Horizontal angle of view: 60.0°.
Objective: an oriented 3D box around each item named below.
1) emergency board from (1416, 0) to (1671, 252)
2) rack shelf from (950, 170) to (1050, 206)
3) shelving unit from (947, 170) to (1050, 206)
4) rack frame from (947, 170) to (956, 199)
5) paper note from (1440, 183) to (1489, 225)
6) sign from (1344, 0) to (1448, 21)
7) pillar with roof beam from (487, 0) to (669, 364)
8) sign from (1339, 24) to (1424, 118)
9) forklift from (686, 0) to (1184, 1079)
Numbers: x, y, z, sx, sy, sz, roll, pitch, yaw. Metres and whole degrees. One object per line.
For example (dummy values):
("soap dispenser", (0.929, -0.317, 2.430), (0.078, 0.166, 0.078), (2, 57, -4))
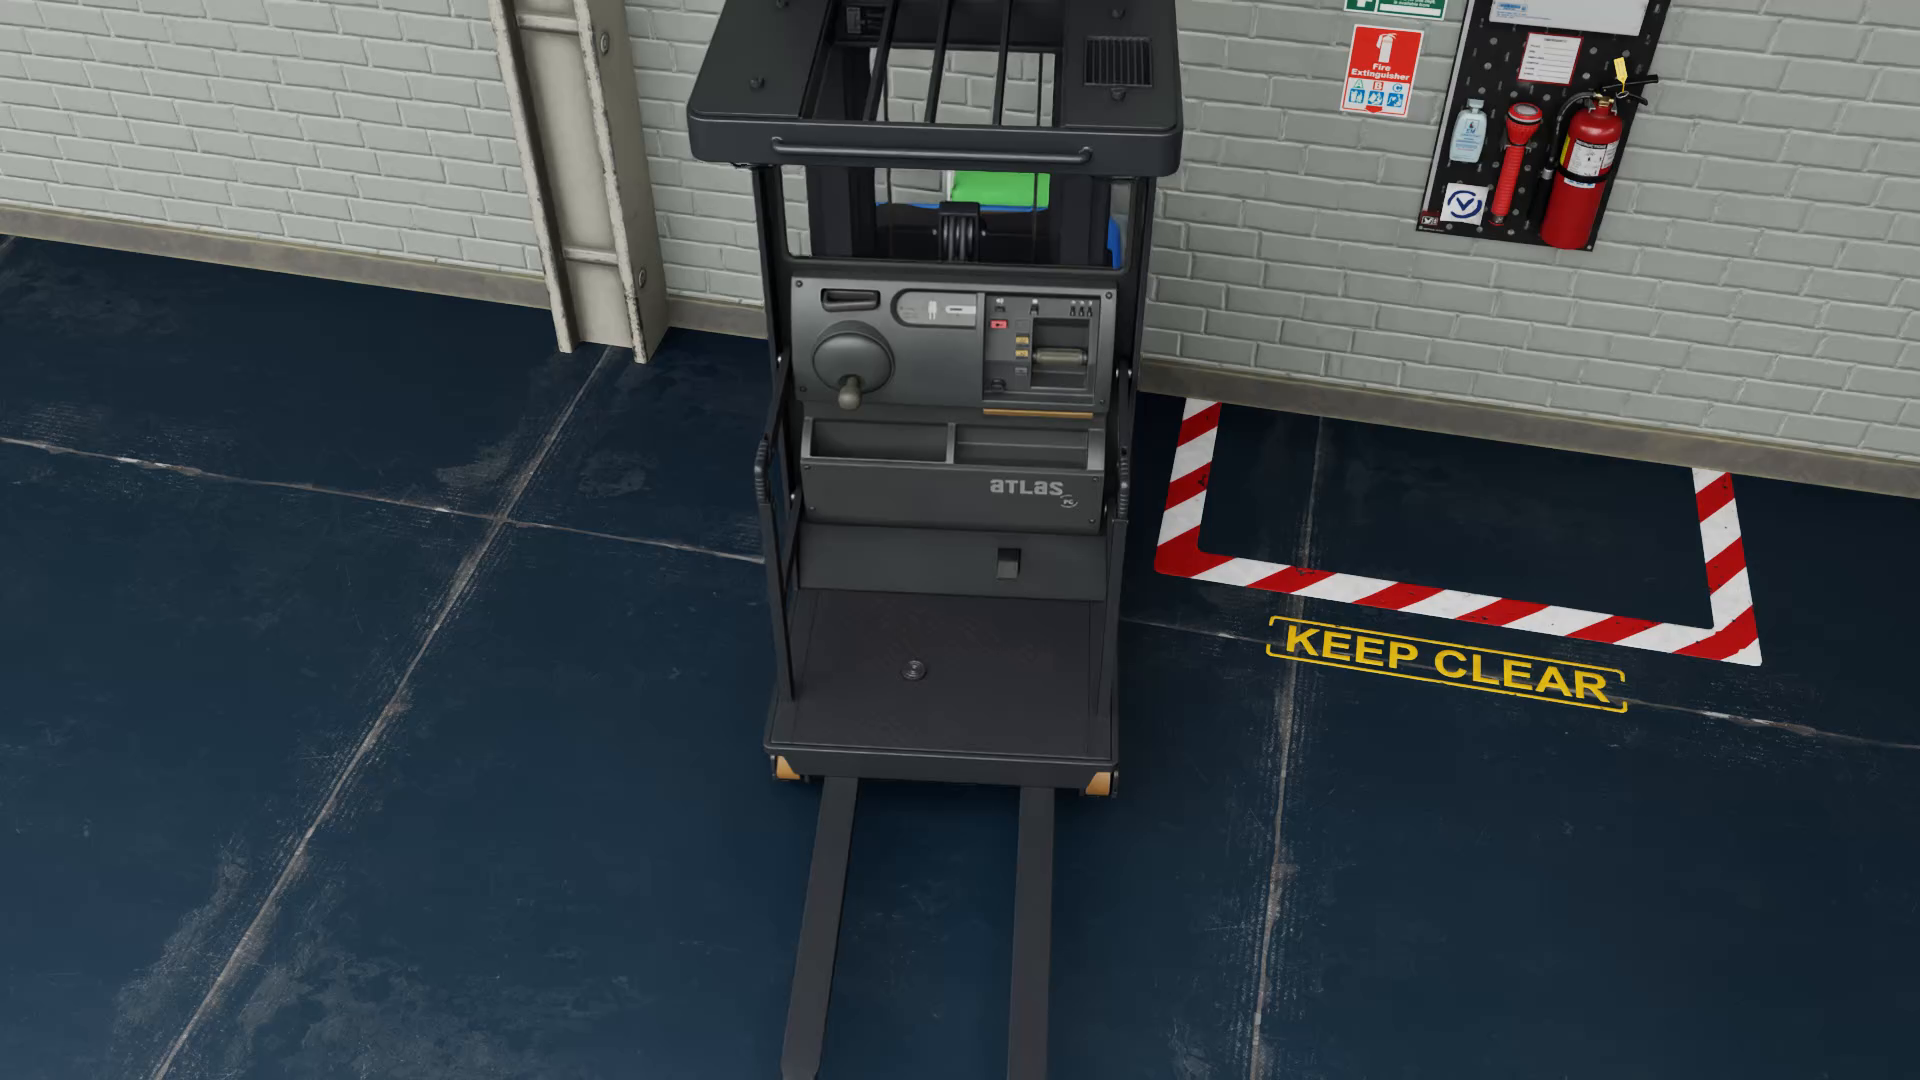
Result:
("emergency board", (1.970, -1.451, 5.595), (0.643, 1.169, 0.194), (9, 45, 9))
("rack shelf", (0.213, -1.292, 6.127), (0.480, 0.148, 0.258), (3, 44, 3))
("shelving unit", (0.213, -0.992, 6.415), (0.503, 1.200, 0.258), (3, 44, 3))
("rack frame", (-0.031, -1.003, 6.427), (0.015, 1.200, 0.240), (3, 44, 3))
("paper note", (1.813, -1.207, 5.976), (0.142, 0.148, 0.016), (9, 45, 9))
("sign", (1.456, -1.802, 5.551), (0.331, 0.109, 0.001), (9, 45, 9))
("pillar with roof beam", (-2.422, -1.208, 1.016), (0.400, 9.000, 9.100), (9, 45, 9))
("sign", (1.453, -1.617, 5.742), (0.234, 0.329, 0.001), (9, 45, 9))
("forklift", (-0.032, -0.471, 4.626), (1.130, 2.935, 3.031), (3, 44, 3))
